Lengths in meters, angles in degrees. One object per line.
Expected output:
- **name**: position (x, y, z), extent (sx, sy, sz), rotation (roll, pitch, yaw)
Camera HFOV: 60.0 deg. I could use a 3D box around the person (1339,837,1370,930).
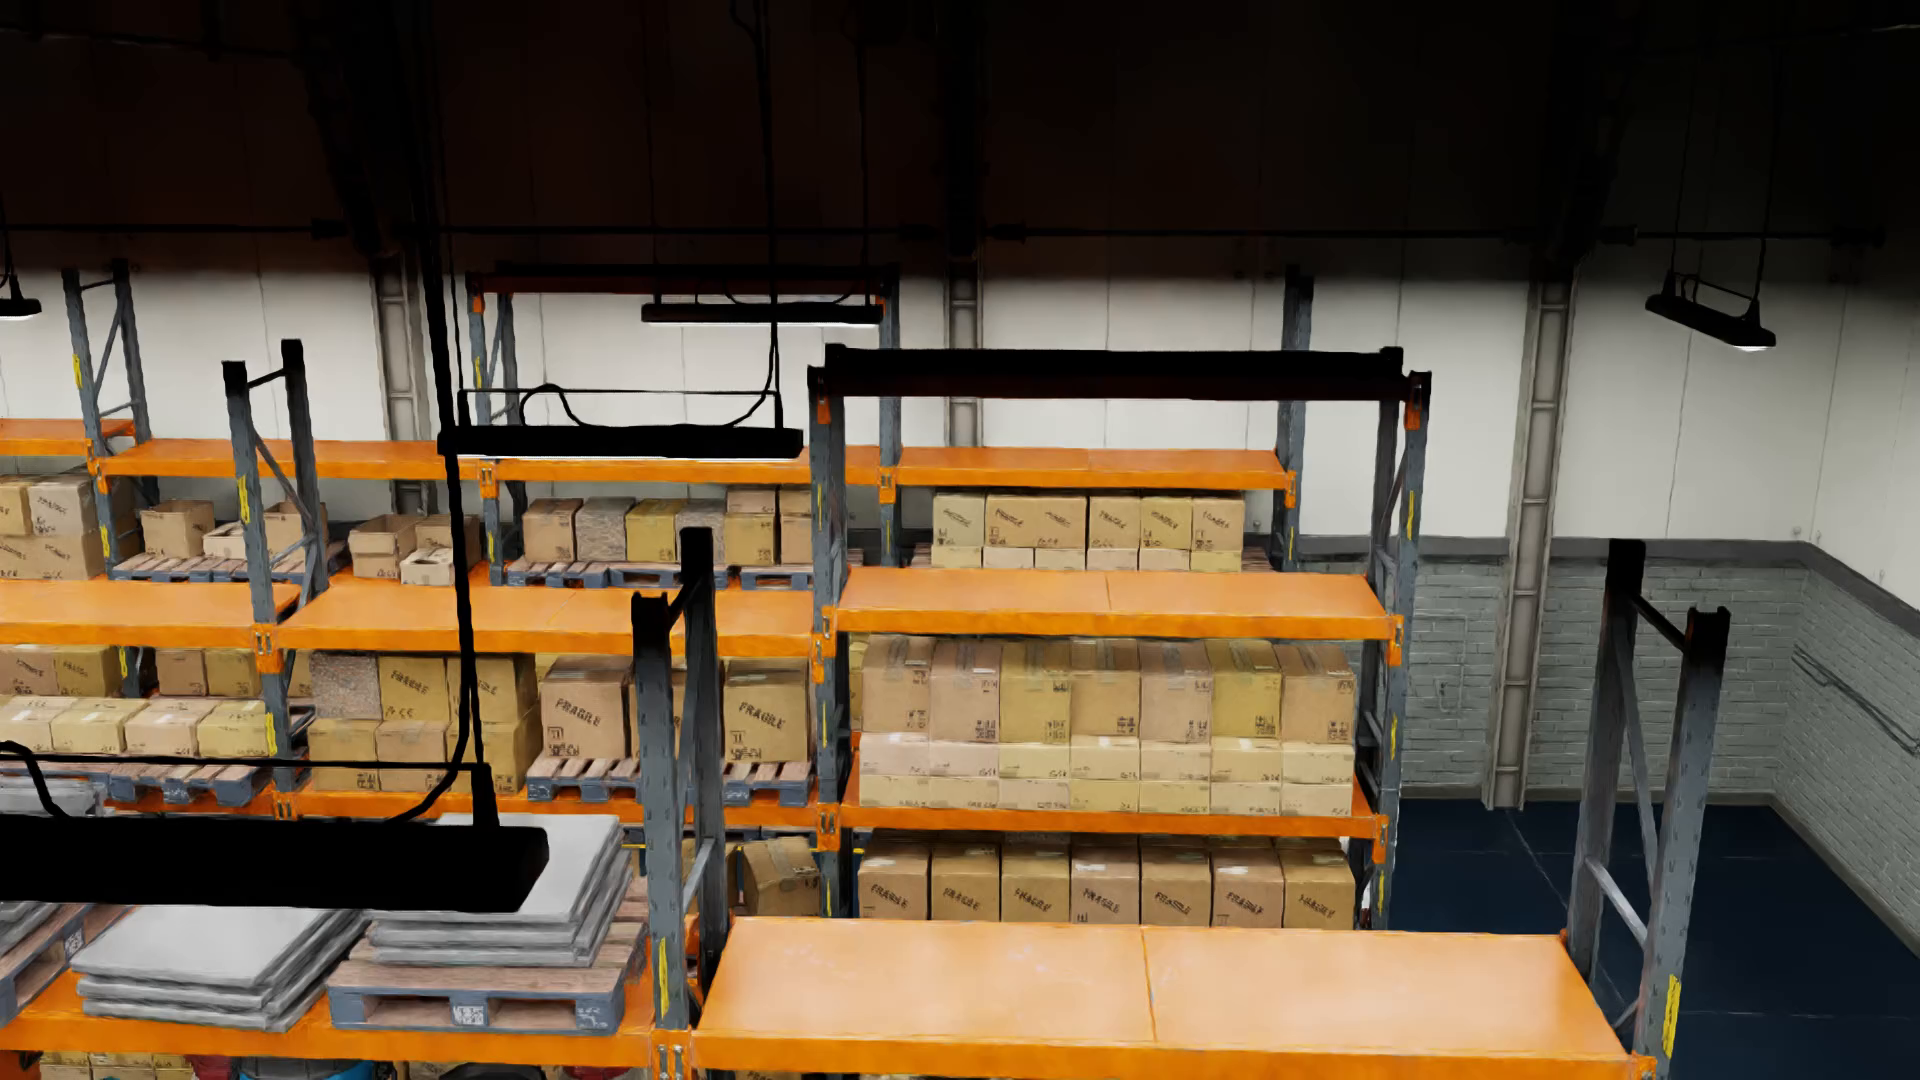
- **person**: position (3.340, 3.298, 14.210), extent (0.578, 1.713, 0.719), rotation (1, 16, 3)
